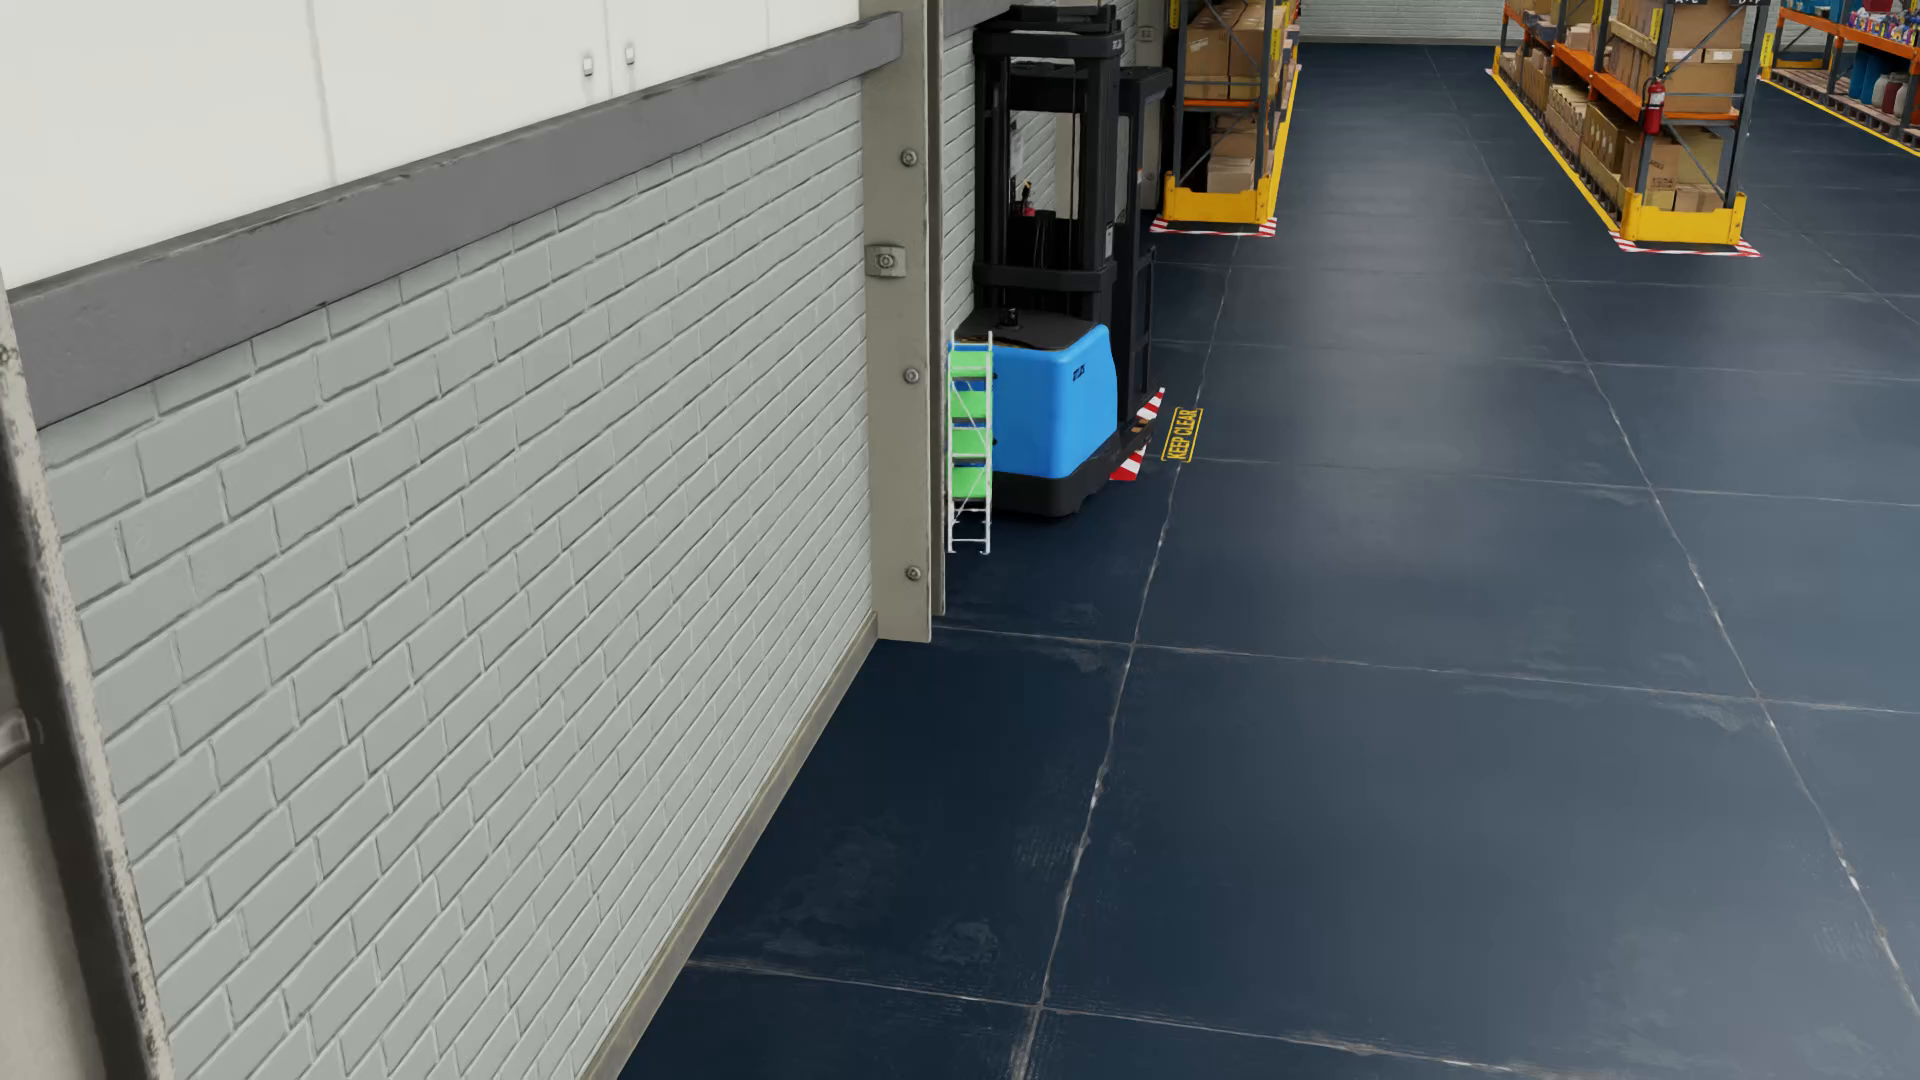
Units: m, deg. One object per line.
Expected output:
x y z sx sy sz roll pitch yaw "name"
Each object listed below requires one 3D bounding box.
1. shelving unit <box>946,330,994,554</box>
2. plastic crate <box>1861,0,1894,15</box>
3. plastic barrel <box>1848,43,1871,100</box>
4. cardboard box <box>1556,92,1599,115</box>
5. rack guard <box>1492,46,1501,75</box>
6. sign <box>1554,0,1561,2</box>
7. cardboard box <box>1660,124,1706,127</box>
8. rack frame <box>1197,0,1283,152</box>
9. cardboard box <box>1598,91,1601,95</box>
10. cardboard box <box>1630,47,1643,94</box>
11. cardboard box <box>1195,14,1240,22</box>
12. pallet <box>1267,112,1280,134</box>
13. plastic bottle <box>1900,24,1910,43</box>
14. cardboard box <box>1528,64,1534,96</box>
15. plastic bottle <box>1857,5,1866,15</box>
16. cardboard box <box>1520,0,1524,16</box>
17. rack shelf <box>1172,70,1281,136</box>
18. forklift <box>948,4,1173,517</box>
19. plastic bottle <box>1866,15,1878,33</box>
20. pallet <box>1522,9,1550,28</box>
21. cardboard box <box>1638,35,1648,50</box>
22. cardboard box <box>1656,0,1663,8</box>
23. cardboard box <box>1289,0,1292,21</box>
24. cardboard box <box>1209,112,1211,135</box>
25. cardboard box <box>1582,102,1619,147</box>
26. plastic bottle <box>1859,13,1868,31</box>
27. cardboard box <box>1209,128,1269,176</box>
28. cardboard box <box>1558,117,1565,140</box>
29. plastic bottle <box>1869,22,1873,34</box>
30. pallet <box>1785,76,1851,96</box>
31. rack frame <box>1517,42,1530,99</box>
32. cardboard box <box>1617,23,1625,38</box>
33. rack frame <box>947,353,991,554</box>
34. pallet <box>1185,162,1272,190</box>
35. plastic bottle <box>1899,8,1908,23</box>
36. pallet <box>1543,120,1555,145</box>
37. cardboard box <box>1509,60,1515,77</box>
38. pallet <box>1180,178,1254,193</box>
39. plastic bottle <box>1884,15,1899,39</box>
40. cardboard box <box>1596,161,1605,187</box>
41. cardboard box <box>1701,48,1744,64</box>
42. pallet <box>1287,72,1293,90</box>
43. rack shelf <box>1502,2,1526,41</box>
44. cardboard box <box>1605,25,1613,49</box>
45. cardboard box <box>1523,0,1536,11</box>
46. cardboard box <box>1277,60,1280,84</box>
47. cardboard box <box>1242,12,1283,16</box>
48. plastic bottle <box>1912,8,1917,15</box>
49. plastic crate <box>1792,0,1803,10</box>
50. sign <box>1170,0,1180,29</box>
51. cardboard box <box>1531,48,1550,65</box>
0.059 -0.570 9.663 0.258 1.200 0.503 1 22 2 "shelving unit"
15.459 -9.013 28.051 0.402 0.464 0.583 4 22 11 "plastic crate"
14.903 -7.672 27.134 0.600 0.901 0.708 4 22 11 "plastic barrel"
8.767 -6.195 23.589 0.500 0.311 0.500 4 22 9 "cardboard box"
10.983 -9.302 32.282 1.175 0.500 0.348 4 22 11 "rack guard"
8.833 -8.102 24.512 0.100 0.325 0.005 4 22 11 "sign"
8.370 -4.633 19.457 0.500 0.500 0.500 4 22 11 "cardboard box"
3.700 -6.477 21.921 1.000 3.000 0.127 4 22 11 "rack frame"
9.401 -6.343 23.955 0.500 0.311 0.500 4 22 10 "cardboard box"
8.155 -5.421 19.164 0.700 0.500 0.500 5 23 13 "cardboard box"
3.088 -6.048 20.024 0.500 0.500 0.500 5 22 12 "cardboard box"
4.355 -6.361 25.365 1.003 0.211 1.213 4 22 11 "pallet"
14.008 -7.502 24.638 0.097 0.271 0.097 0 22 0 "plastic bottle"
9.638 -7.535 27.305 0.500 0.500 0.500 5 22 12 "cardboard box"
14.633 -8.506 27.025 0.144 0.351 0.185 4 22 11 "plastic bottle"
10.137 -9.464 29.204 0.500 0.500 0.500 5 22 12 "cardboard box"
3.292 -5.412 20.240 1.077 0.370 4.000 4 22 11 "rack shelf"
0.714 -2.018 10.941 1.130 2.935 3.031 9 23 20 "forklift"
14.374 -8.111 26.145 0.152 0.276 0.135 4 22 11 "plastic bottle"
9.913 -8.654 27.583 1.003 0.211 1.213 4 22 11 "pallet"
7.888 -5.613 18.774 0.380 0.149 0.250 5 22 12 "cardboard box"
7.954 -5.668 18.042 0.700 0.500 0.500 4 22 10 "cardboard box"
4.982 -8.483 26.342 0.500 0.500 0.500 5 23 13 "cardboard box"
3.890 -5.985 23.457 0.700 0.500 0.500 4 22 10 "cardboard box"
8.149 -5.223 20.921 0.500 0.500 0.500 4 22 11 "cardboard box"
14.438 -8.274 26.554 0.097 0.271 0.097 0 22 0 "plastic bottle"
3.428 -4.778 20.460 0.700 0.500 0.500 3 22 8 "cardboard box"
8.665 -5.752 23.239 0.500 0.250 0.500 5 22 12 "cardboard box"
14.324 -8.037 26.059 0.097 0.201 0.097 0 22 0 "plastic bottle"
15.390 -8.074 29.618 1.003 0.211 1.213 4 22 11 "pallet"
10.182 -9.027 28.252 1.000 3.000 0.127 4 22 11 "rack frame"
8.204 -6.178 20.177 0.380 0.149 0.250 4 22 10 "cardboard box"
0.049 -0.479 9.436 0.240 1.200 0.015 1 22 2 "rack frame"
3.351 -4.488 20.715 1.003 0.211 1.213 4 22 11 "pallet"
15.022 -8.275 26.451 0.144 0.351 0.185 4 22 11 "plastic bottle"
9.160 -5.972 24.400 1.003 0.211 1.213 4 22 11 "pallet"
10.174 -8.488 29.924 0.500 0.311 0.500 4 22 11 "cardboard box"
3.099 -4.043 19.610 1.003 0.211 1.213 4 22 11 "pallet"
14.186 -7.816 25.310 0.144 0.351 0.185 4 22 11 "plastic bottle"
7.848 -4.326 19.697 0.500 0.250 0.500 4 22 11 "cardboard box"
8.025 -5.113 17.531 0.380 0.149 0.250 4 22 11 "cardboard box"
5.564 -8.382 30.383 1.003 0.211 1.213 4 22 11 "pallet"
10.591 -9.425 30.202 1.077 0.370 4.000 4 22 11 "rack shelf"
8.830 -6.620 22.141 0.500 0.500 0.500 6 23 15 "cardboard box"
9.867 -9.112 27.767 0.700 0.500 0.500 -3 22 -7 "cardboard box"
3.601 -5.670 20.091 0.500 0.250 0.500 5 22 11 "cardboard box"
3.697 -6.202 20.408 0.500 0.500 0.500 4 22 9 "cardboard box"
15.164 -8.264 26.424 0.144 0.351 0.185 4 22 11 "plastic bottle"
15.340 -9.755 30.204 0.416 0.233 0.300 4 22 11 "plastic crate"
2.344 -5.748 18.137 0.100 0.325 0.005 4 22 11 "sign"
9.641 -7.895 27.195 0.500 0.250 0.500 5 22 11 "cardboard box"
